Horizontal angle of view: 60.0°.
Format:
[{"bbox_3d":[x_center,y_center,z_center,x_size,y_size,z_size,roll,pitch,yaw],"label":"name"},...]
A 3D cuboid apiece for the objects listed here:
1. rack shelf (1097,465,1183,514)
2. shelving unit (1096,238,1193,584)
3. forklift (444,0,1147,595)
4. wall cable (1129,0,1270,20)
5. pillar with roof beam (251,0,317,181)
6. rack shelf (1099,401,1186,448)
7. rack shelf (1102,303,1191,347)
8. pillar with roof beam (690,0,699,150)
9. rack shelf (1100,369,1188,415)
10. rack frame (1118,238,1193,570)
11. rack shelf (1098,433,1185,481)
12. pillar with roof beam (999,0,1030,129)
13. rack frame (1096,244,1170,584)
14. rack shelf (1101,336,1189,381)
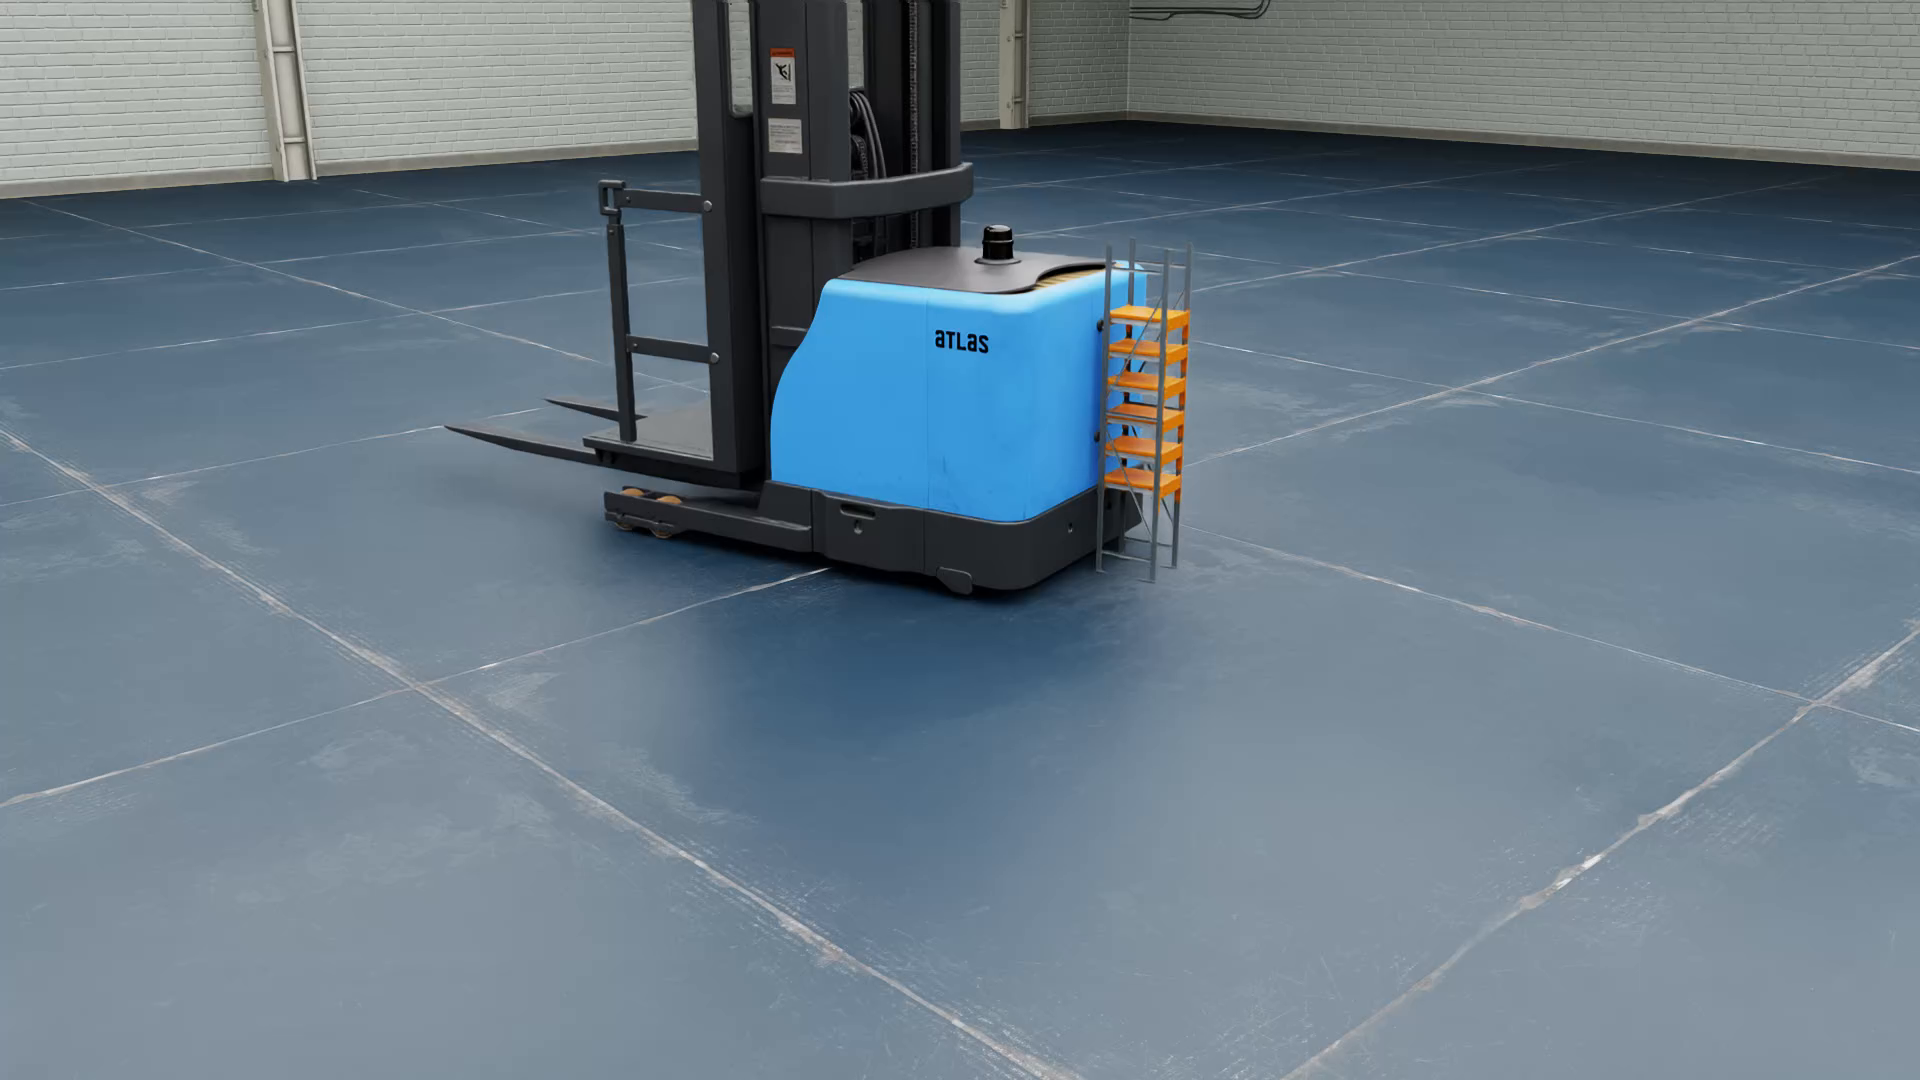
[{"bbox_3d":[0.652,-0.187,6.034,0.258,0.103,0.180,11,21,30],"label":"rack shelf"},{"bbox_3d":[0.654,-0.457,5.945,0.258,1.200,0.189,11,21,30],"label":"shelving unit"},{"bbox_3d":[-0.811,-1.525,6.437,3.031,2.935,1.130,11,21,30],"label":"forklift"},{"bbox_3d":[3.935,-9.927,27.547,0.112,2.526,3.097,-16,24,-41],"label":"wall cable"},{"bbox_3d":[-4.876,-7.569,15.238,0.400,9.000,9.100,-16,24,-41],"label":"pillar with roof beam"},{"bbox_3d":[0.654,-0.415,5.959,0.258,0.103,0.180,11,21,30],"label":"rack shelf"},{"bbox_3d":[0.656,-0.757,5.847,0.258,0.103,0.180,11,21,30],"label":"rack shelf"},{"bbox_3d":[-0.516,-8.840,19.160,0.400,9.000,9.100,-16,24,-41],"label":"pillar with roof beam"},{"bbox_3d":[0.654,-0.529,5.922,0.258,0.103,0.180,11,21,30],"label":"rack shelf"},{"bbox_3d":[0.702,-0.481,6.019,0.240,1.200,0.006,11,21,30],"label":"rack frame"},{"bbox_3d":[0.653,-0.301,5.996,0.258,0.103,0.180,11,21,30],"label":"rack shelf"},{"bbox_3d":[3.844,-10.112,23.081,0.400,9.000,9.100,-16,24,-41],"label":"pillar with roof beam"},{"bbox_3d":[0.605,-0.433,5.871,0.240,1.200,0.006,11,21,30],"label":"rack frame"},{"bbox_3d":[0.655,-0.643,5.884,0.258,0.103,0.180,11,21,30],"label":"rack shelf"}]
